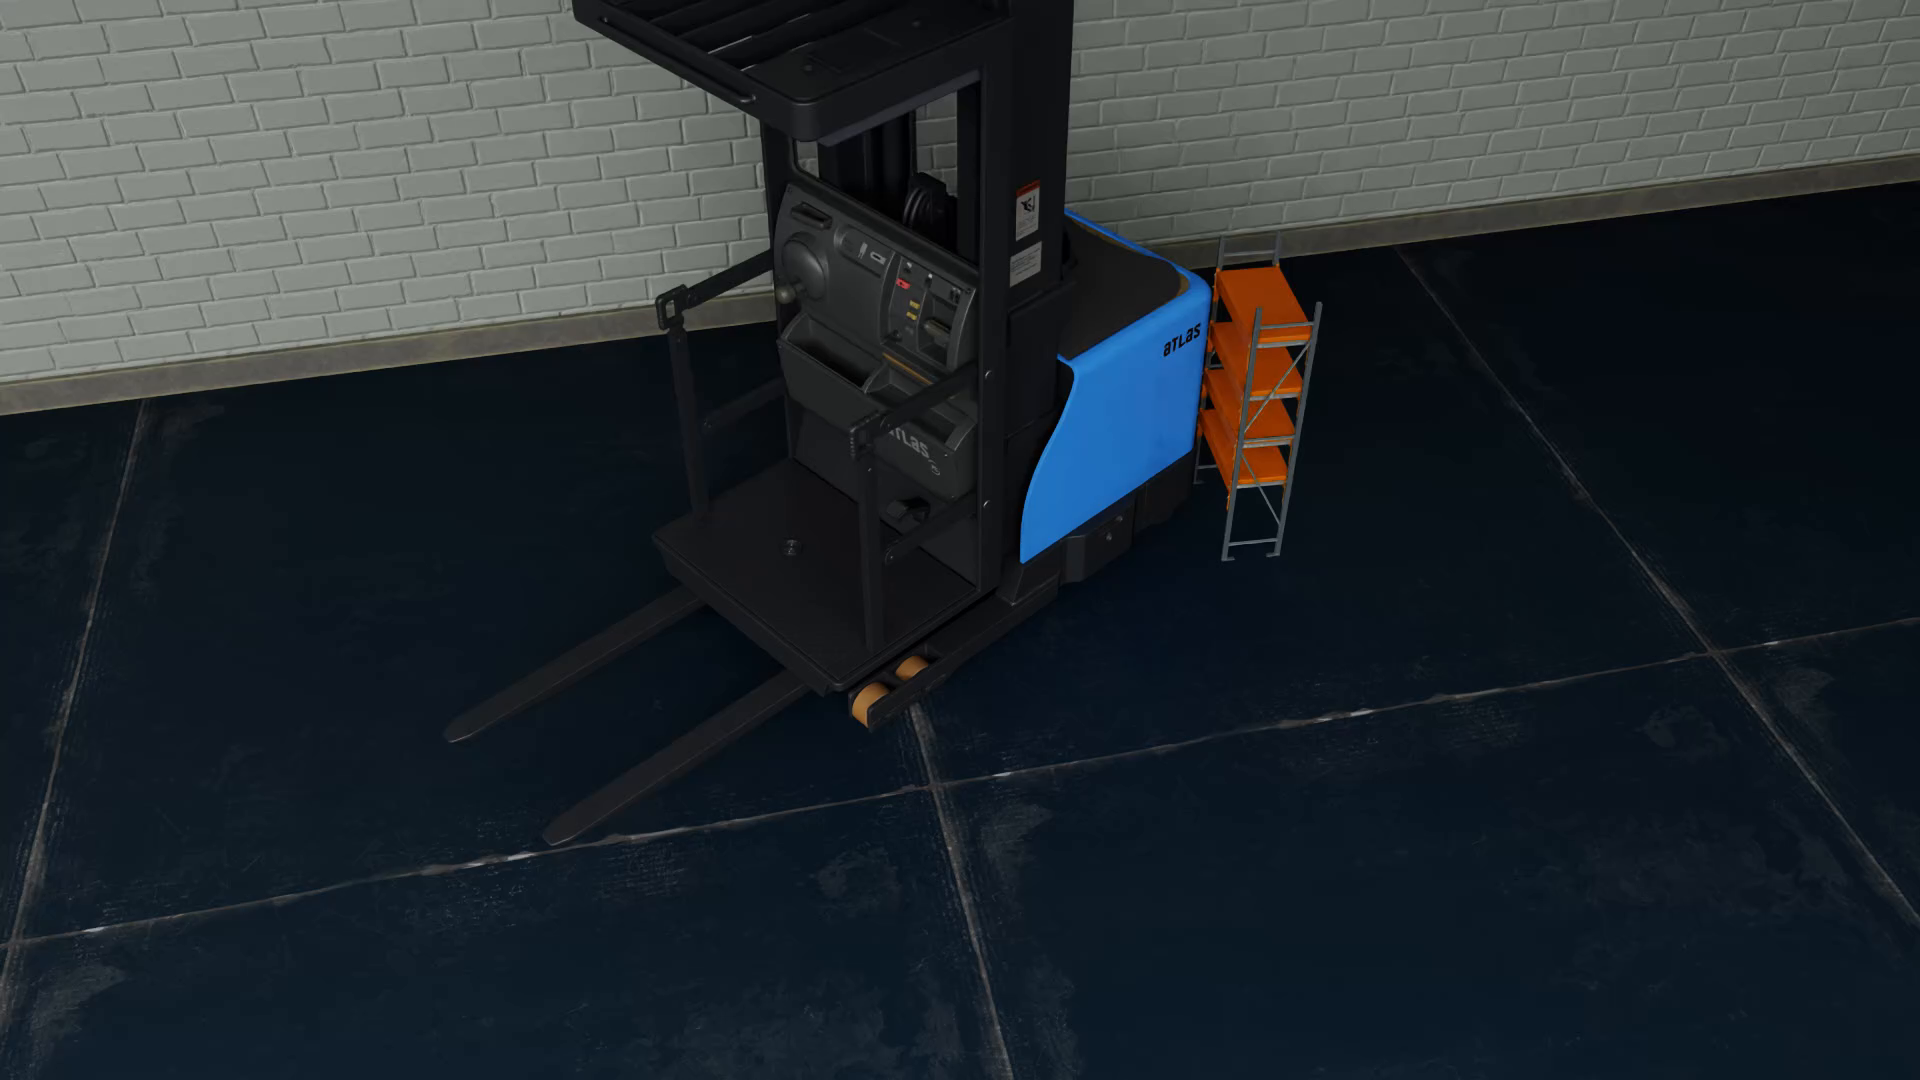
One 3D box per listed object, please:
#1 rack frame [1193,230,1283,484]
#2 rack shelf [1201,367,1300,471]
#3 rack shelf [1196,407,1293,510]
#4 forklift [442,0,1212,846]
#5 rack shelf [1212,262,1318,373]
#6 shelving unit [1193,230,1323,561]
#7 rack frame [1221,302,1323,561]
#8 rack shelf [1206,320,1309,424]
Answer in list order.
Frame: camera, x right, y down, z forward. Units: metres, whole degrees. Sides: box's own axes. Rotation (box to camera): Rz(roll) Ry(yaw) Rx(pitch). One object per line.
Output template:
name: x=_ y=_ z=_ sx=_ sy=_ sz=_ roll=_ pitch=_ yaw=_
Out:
rack frame: x=1.093 y=-0.700 z=6.634 sx=0.240 sy=1.200 sz=0.015 roll=-6 pitch=42 yaw=-6
rack shelf: x=1.129 y=-0.489 z=6.499 sx=0.258 sy=0.148 sz=0.480 roll=-6 pitch=42 yaw=-6
rack shelf: x=1.129 y=-0.341 z=6.630 sx=0.258 sy=0.148 sz=0.480 roll=-6 pitch=42 yaw=-6
forklift: x=-0.448 y=-0.809 z=5.453 sx=3.031 sy=2.935 sz=1.130 roll=-33 pitch=51 yaw=-31
rack shelf: x=1.129 y=-0.833 z=6.193 sx=0.258 sy=0.148 sz=0.480 roll=-6 pitch=42 yaw=-6
shelving unit: x=1.129 y=-0.540 z=6.454 sx=0.258 sy=1.200 sz=0.503 roll=-6 pitch=42 yaw=-6
rack frame: x=1.164 y=-0.379 z=6.273 sx=0.240 sy=1.200 sz=0.015 roll=-6 pitch=42 yaw=-6
rack shelf: x=1.129 y=-0.656 z=6.350 sx=0.258 sy=0.148 sz=0.480 roll=-6 pitch=42 yaw=-6
